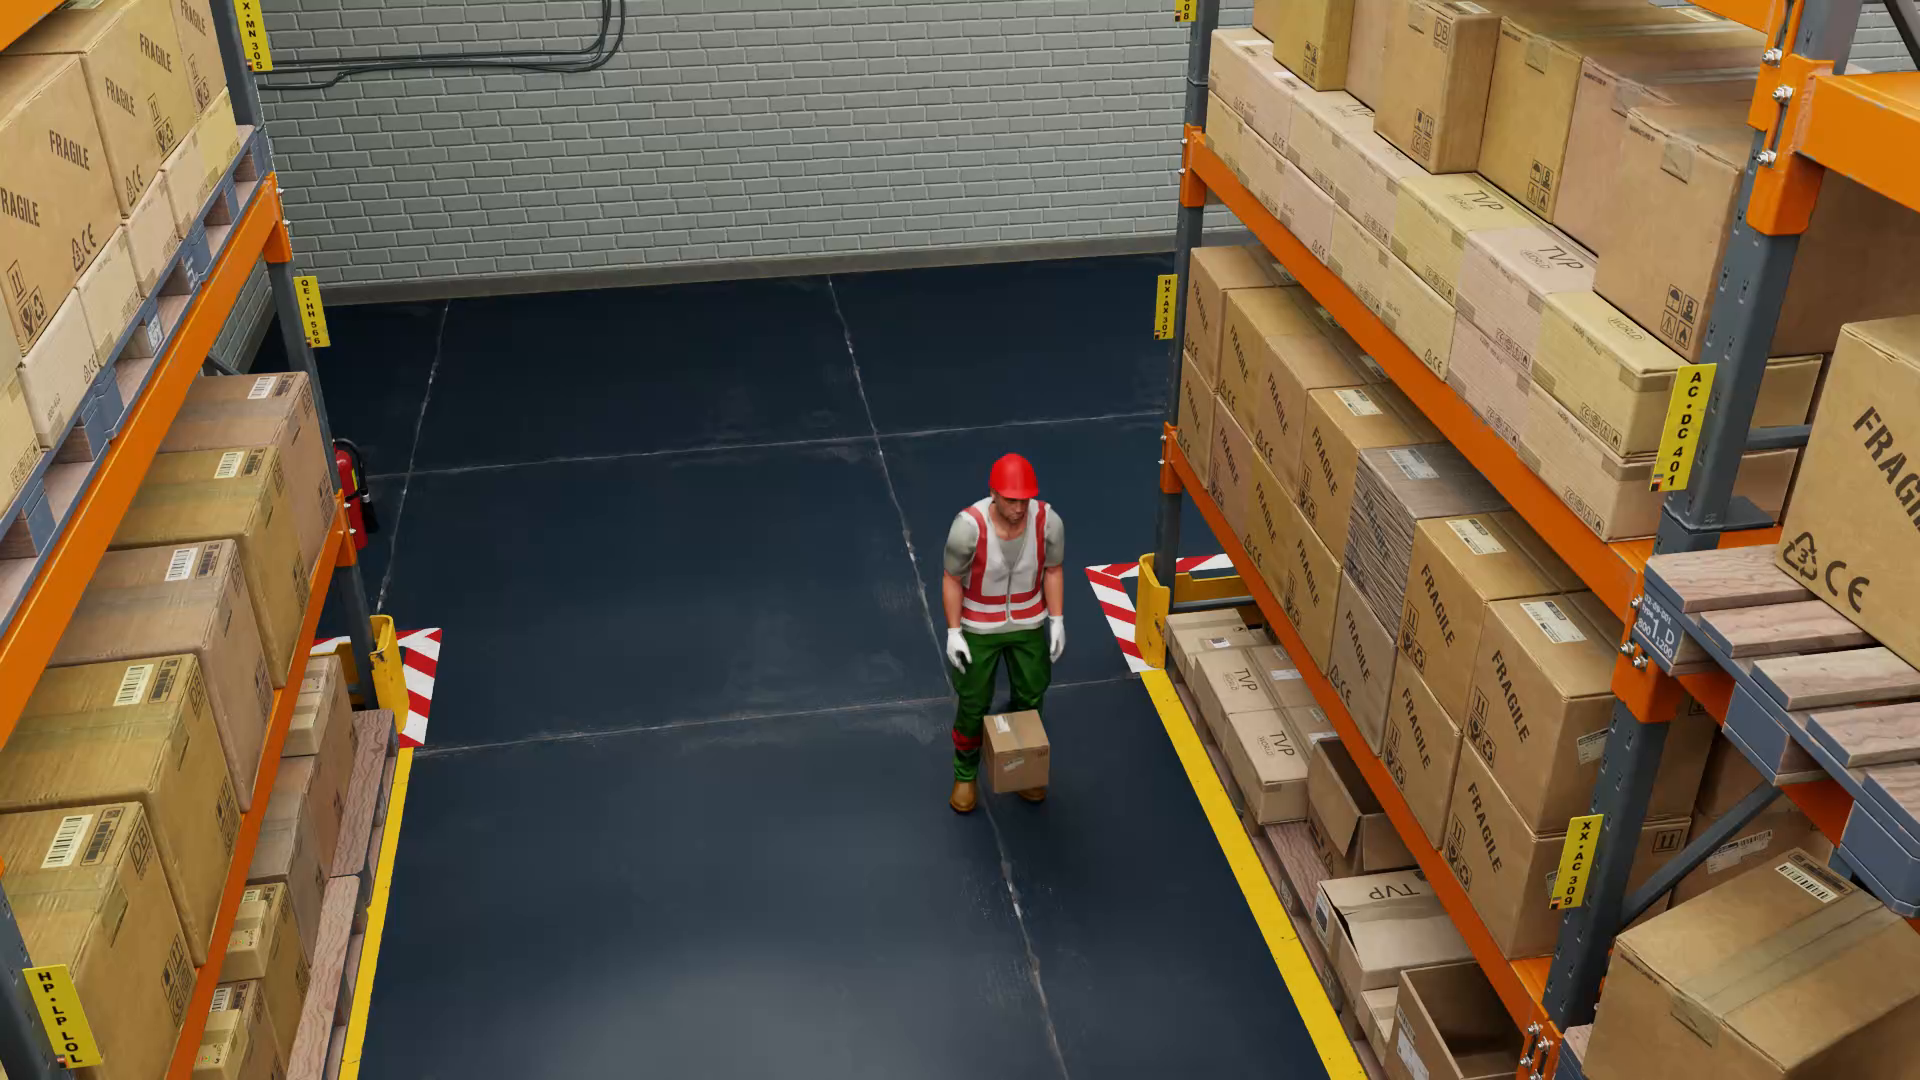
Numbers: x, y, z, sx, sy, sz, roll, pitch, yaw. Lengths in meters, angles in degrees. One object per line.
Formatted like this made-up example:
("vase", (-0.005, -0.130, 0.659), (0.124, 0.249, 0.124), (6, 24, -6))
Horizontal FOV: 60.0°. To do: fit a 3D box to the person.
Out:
("person", (0.198, 0.397, 7.444), (0.558, 1.783, 0.427), (-6, 31, -10))
